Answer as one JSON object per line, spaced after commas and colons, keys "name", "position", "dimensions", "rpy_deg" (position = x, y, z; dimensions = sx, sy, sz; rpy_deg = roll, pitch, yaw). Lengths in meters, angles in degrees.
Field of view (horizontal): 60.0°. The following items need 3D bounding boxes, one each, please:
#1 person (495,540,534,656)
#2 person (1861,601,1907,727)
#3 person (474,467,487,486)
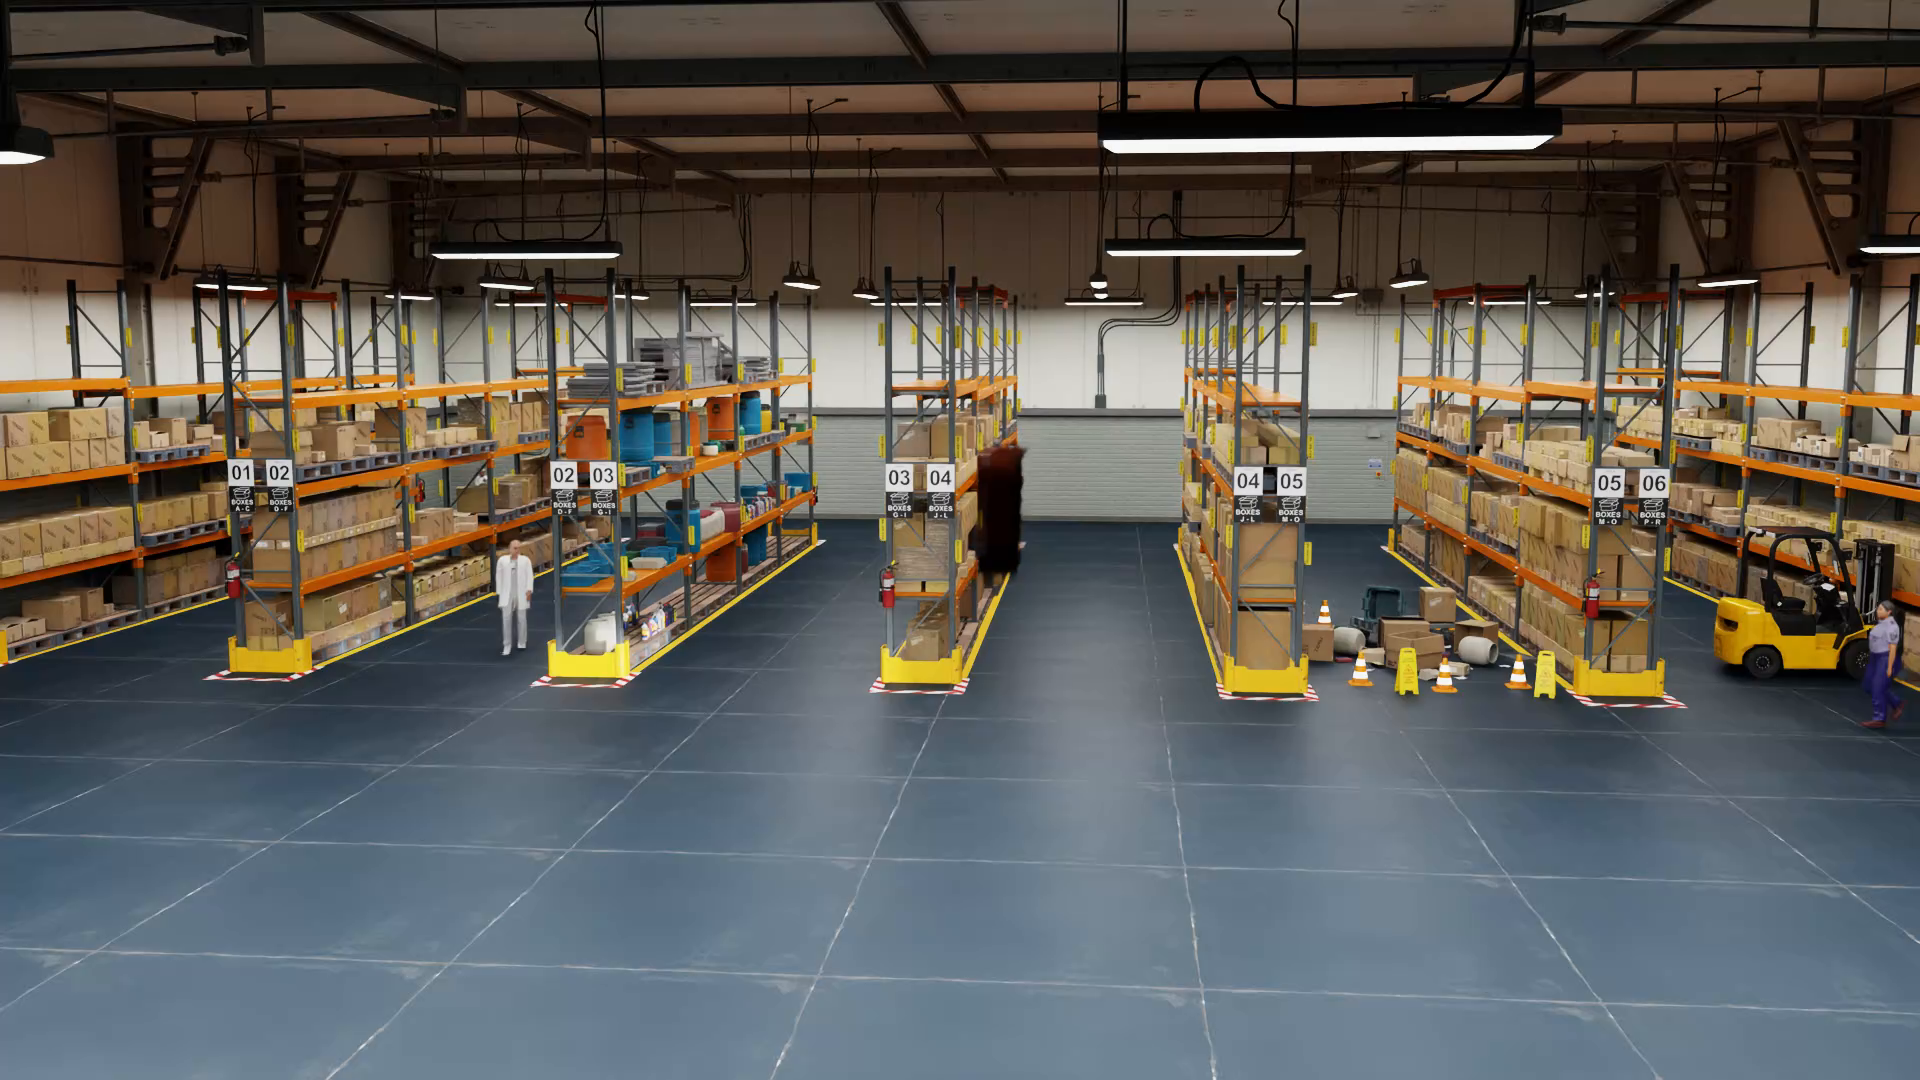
{"name": "person", "position": [-7.133, 0.915, 26.651], "dimensions": [0.594, 1.794, 0.774], "rpy_deg": [-2, 7, -15]}
{"name": "person", "position": [11.934, 1.593, 21.371], "dimensions": [0.612, 1.616, 0.487], "rpy_deg": [1, 7, 6]}
{"name": "person", "position": [-12.527, -1.137, 43.784], "dimensions": [0.453, 1.627, 0.843], "rpy_deg": [0, 7, 2]}
